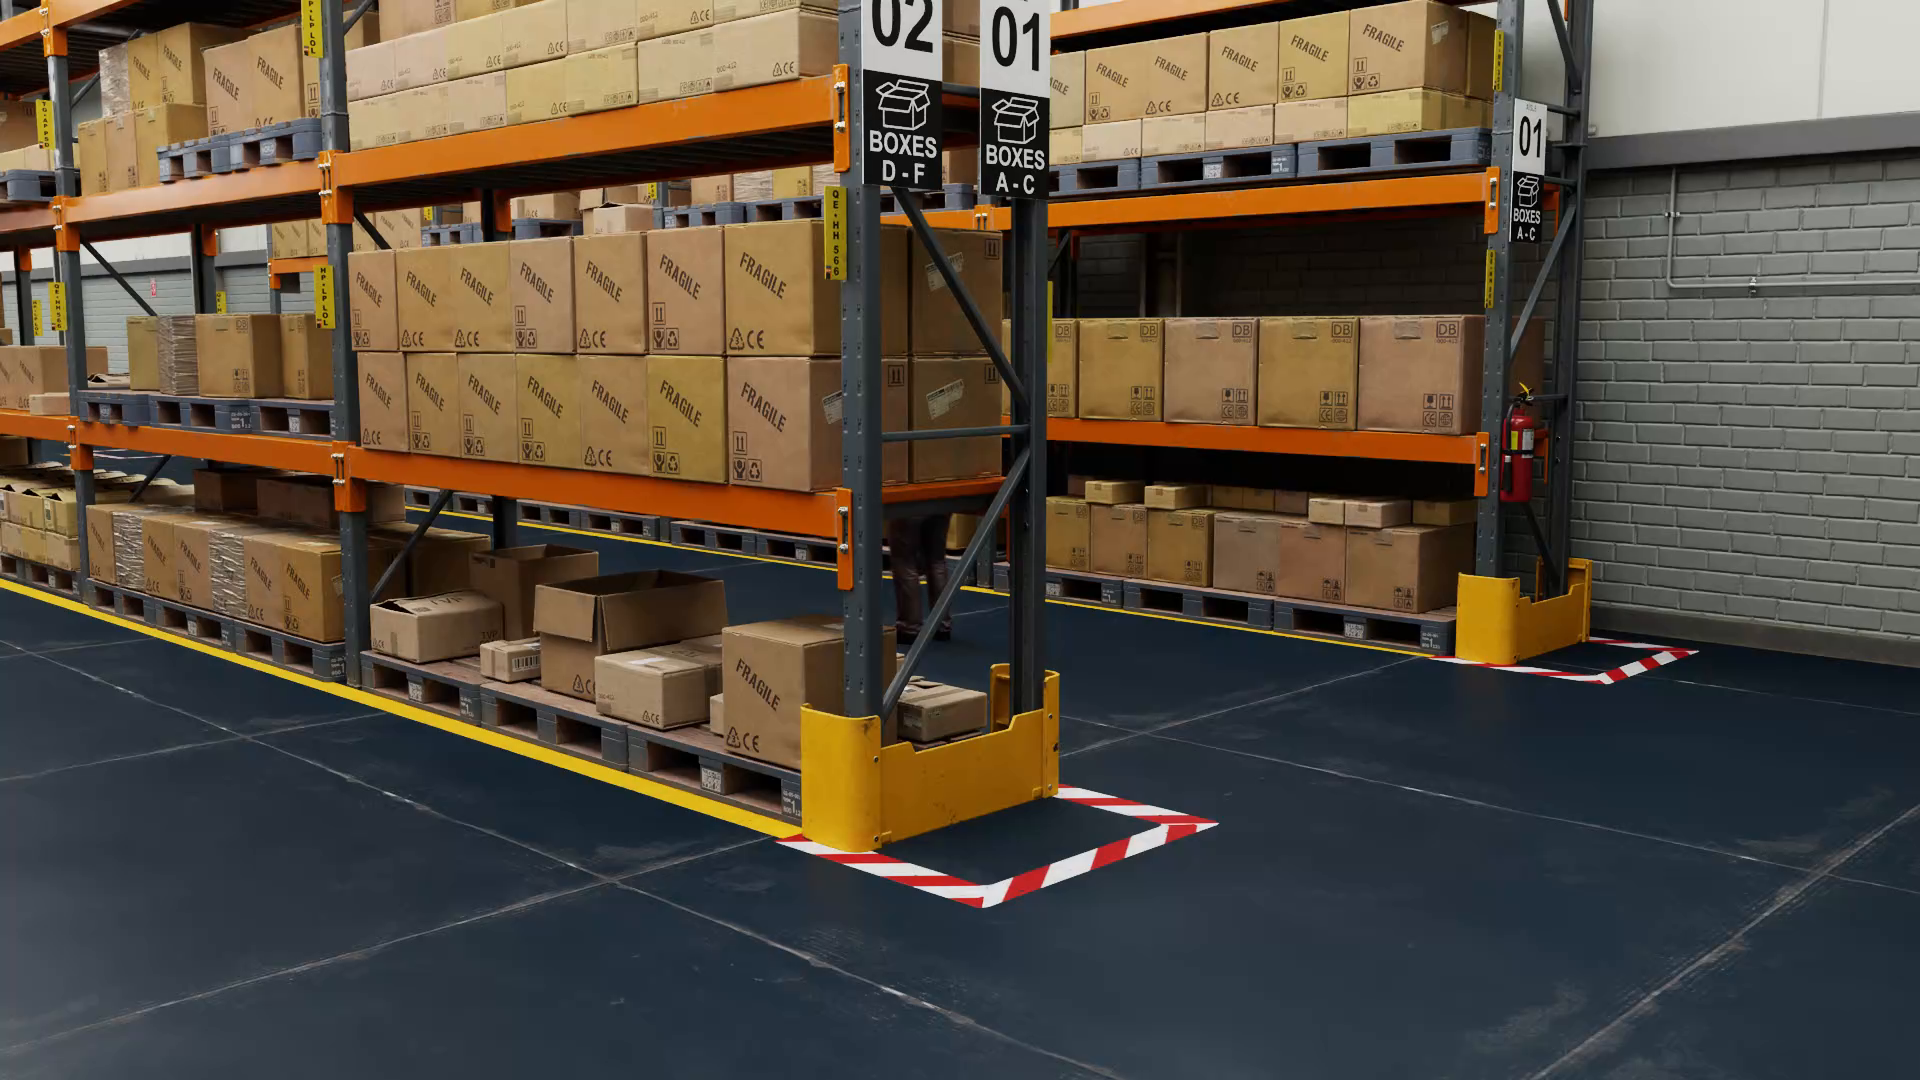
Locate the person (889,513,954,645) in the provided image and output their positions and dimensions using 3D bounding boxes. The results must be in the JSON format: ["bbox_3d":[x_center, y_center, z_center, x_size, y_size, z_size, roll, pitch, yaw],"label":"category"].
[{"bbox_3d":[-0.295,-0.233,10.254,0.500,1.722,0.536,-6,9,-38],"label":"person"}]
